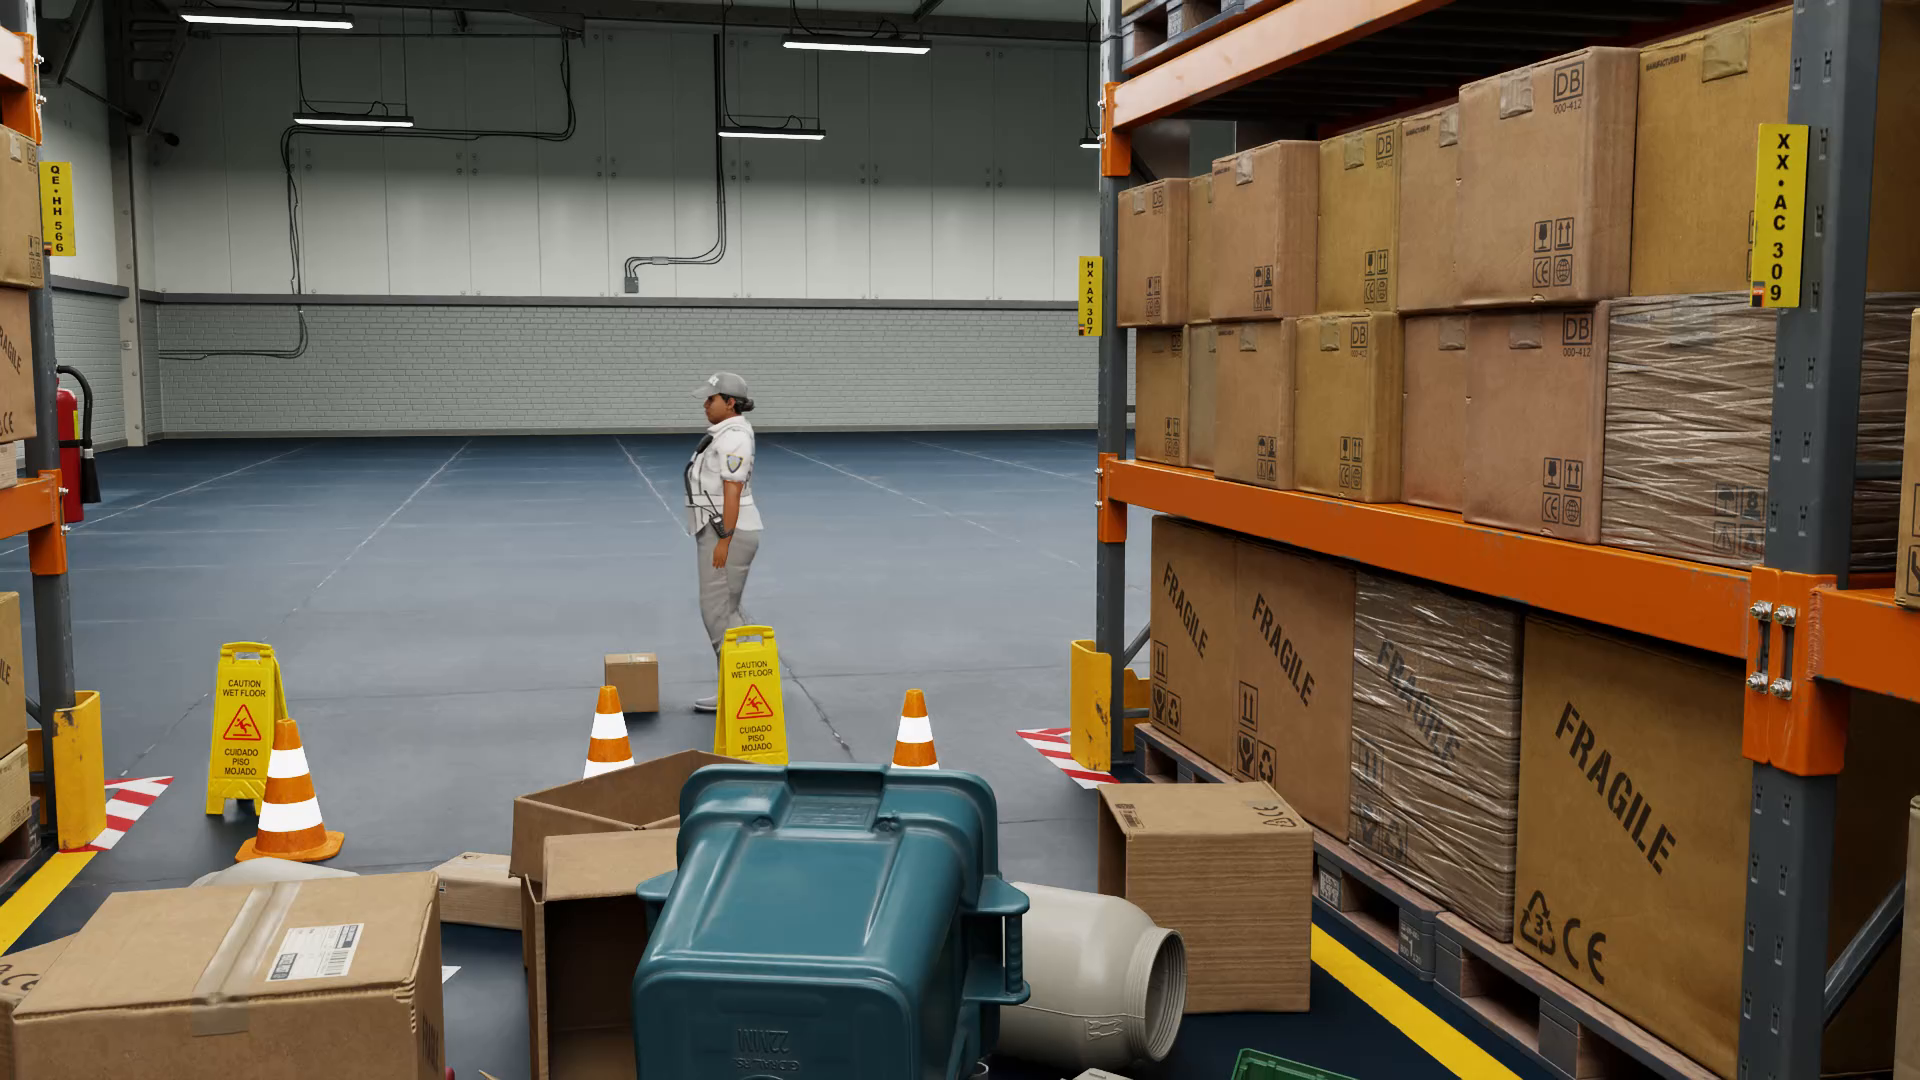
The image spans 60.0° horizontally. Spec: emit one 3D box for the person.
[{"bbox_3d":[-1.172,0.024,8.231,0.388,1.706,0.467,-1,6,-12],"label":"person"}]
